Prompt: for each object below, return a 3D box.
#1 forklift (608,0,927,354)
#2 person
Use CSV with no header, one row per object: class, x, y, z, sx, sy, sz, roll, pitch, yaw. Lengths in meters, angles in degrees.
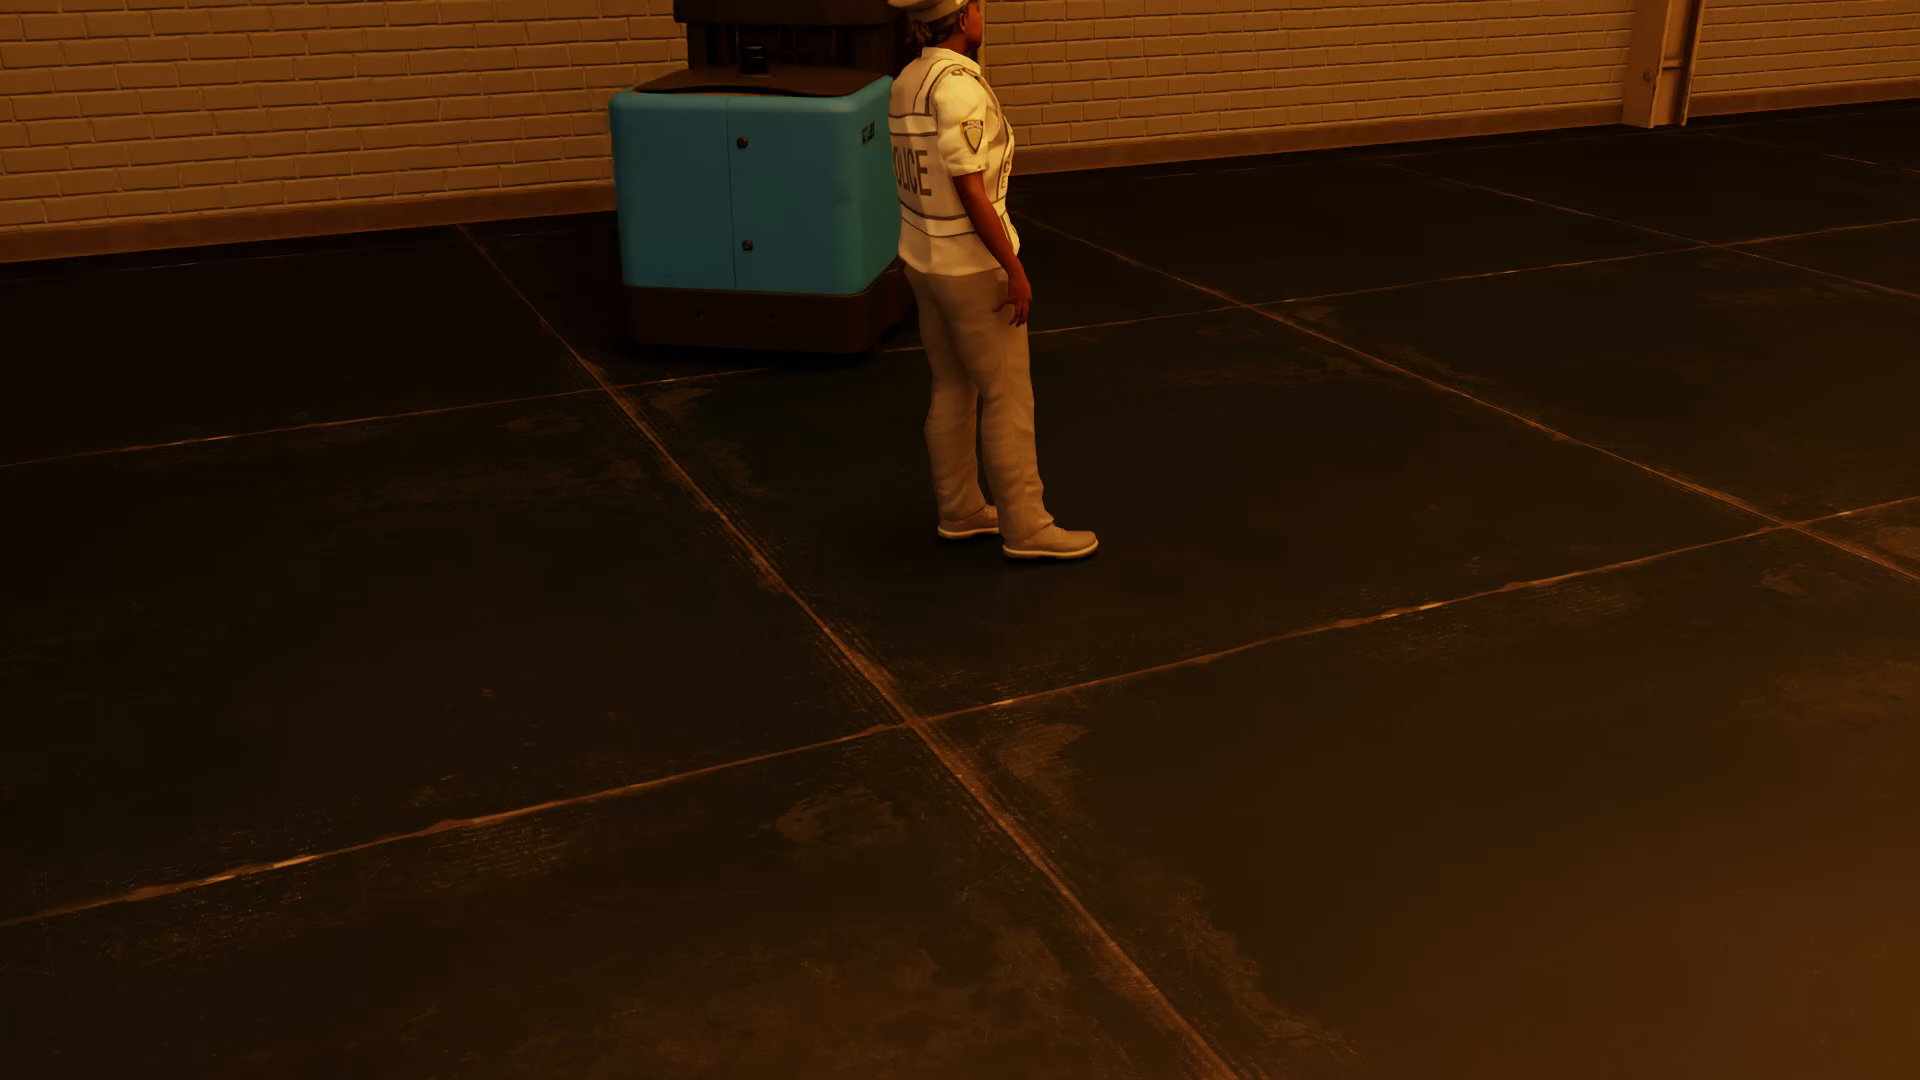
forklift,-0.648,-2.639,7.639,1.130,2.935,3.031,4,23,9
person,0.076,-0.794,4.791,0.530,1.695,0.569,-10,25,-23
